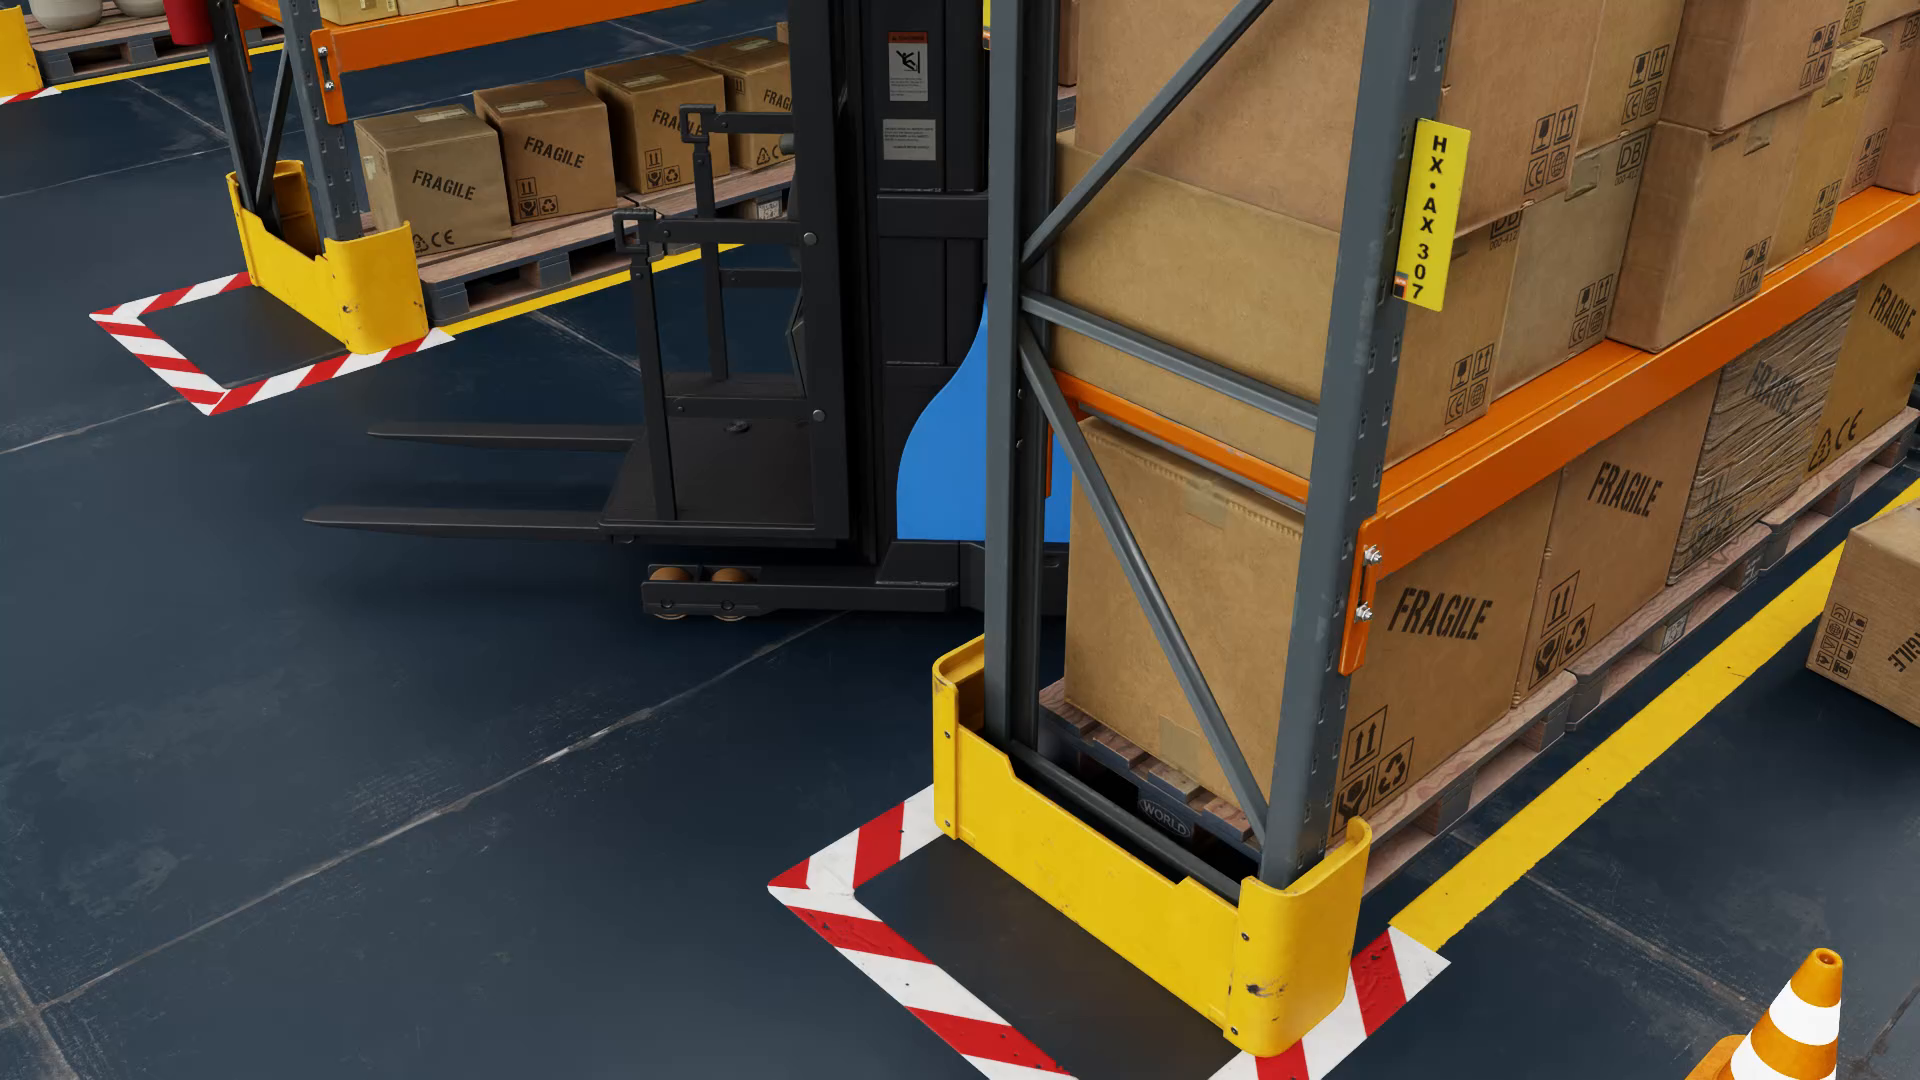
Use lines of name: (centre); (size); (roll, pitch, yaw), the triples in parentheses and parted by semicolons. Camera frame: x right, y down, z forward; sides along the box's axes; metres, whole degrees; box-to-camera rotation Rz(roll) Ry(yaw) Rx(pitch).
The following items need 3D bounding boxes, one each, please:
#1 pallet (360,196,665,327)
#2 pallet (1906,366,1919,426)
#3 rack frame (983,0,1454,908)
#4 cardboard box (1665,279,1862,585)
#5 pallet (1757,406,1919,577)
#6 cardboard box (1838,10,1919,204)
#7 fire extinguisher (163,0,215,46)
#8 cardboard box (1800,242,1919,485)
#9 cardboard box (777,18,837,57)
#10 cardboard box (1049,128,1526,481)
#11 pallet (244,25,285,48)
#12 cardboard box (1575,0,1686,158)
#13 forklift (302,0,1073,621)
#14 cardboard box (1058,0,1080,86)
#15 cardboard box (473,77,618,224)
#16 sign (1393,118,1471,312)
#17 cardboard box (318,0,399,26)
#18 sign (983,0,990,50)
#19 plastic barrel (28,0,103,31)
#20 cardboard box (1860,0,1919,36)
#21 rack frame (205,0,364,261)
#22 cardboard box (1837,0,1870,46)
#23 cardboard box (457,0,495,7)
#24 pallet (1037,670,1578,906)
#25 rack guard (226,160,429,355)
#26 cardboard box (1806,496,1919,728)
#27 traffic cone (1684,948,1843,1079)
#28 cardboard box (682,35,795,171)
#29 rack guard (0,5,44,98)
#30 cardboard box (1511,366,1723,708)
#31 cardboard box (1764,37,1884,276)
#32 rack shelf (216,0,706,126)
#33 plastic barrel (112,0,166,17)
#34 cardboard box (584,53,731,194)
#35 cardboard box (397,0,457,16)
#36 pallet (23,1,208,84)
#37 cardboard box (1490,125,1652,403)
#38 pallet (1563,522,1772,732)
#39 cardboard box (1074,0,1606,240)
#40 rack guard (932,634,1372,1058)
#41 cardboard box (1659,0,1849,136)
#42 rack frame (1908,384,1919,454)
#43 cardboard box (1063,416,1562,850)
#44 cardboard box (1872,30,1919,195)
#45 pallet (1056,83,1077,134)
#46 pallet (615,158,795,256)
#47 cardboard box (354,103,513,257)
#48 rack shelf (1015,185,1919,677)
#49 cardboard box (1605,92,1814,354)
pallet: (-2.179, -1.418, 7.866); (1.213, 0.211, 1.003); (-26, 40, -35)
pallet: (3.891, -0.904, 7.026); (1.213, 0.211, 1.003); (-26, 40, -35)
rack frame: (0.444, -0.373, 3.484); (0.127, 3.000, 1.000); (-26, 40, -35)
cardboard box: (2.210, -0.547, 5.403); (0.875, 0.875, 0.875); (-25, 40, -35)
pallet: (2.766, -0.362, 6.140); (1.213, 0.211, 1.003); (-26, 40, -35)
cardboard box: (2.250, -1.370, 4.971); (0.550, 0.550, 0.875); (-26, 40, -35)
fire extinguisher: (-3.252, -2.408, 6.888); (0.183, 0.674, 0.296); (-26, 40, -35)
cardboard box: (2.868, -0.868, 5.928); (0.875, 0.875, 0.875); (-25, 39, -35)
cardboard box: (-0.657, -2.505, 8.964); (0.500, 0.500, 0.500); (-13, 34, -21)
cardboard box: (0.685, -0.585, 3.688); (0.550, 0.550, 0.875); (-26, 40, -35)
pallet: (-4.705, -3.772, 11.717); (1.213, 0.211, 1.003); (-26, 40, -35)
cardboard box: (1.083, -1.244, 3.731); (0.550, 0.550, 0.875); (-26, 40, -35)
forklift: (-0.624, -1.265, 5.009); (3.031, 2.935, 1.130); (1, 31, 2)
cardboard box: (0.543, -3.055, 9.846); (0.700, 0.500, 0.500); (26, 40, 35)
cardboard box: (-1.970, -1.859, 7.908); (0.500, 0.500, 0.500); (-15, 35, -23)
sign: (0.817, -0.561, 2.887); (0.005, 0.325, 0.100); (-26, 40, -35)
cardboard box: (-2.484, -2.208, 6.727); (0.250, 0.149, 0.380); (-26, 40, -35)
sign: (0.085, -1.180, 3.468); (0.005, 0.325, 0.100); (-26, 40, -35)
plastic barrel: (-5.792, -3.581, 10.713); (0.421, 0.512, 0.421); (0, 31, 0)
cardboard box: (2.269, -1.820, 4.672); (0.550, 0.550, 0.875); (-26, 40, -35)
rack frame: (-2.855, -2.306, 6.645); (0.127, 3.000, 1.000); (-26, 40, -35)
cardboard box: (1.886, -1.629, 4.360); (0.500, 0.550, 0.875); (-26, 40, -35)
cardboard box: (-2.094, -2.373, 6.996); (0.250, 0.149, 0.380); (-26, 40, -35)
pallet: (0.977, 0.504, 4.724); (1.213, 0.211, 1.003); (-26, 40, -35)
rack guard: (-2.799, -1.266, 7.342); (0.348, 0.500, 1.175); (-26, 40, -35)
cardboard box: (2.936, 0.217, 4.913); (0.500, 0.500, 0.500); (-19, 36, -28)
traffic cone: (1.799, 1.065, 3.565); (0.334, 0.463, 0.336); (-26, 40, -35)
cardboard box: (-1.059, -2.254, 8.555); (0.500, 0.500, 0.500); (25, 39, 35)
rack guard: (-6.199, -3.179, 10.470); (0.348, 0.500, 1.175); (-26, 40, -35)
cardboard box: (1.540, -0.224, 4.875); (0.875, 0.875, 0.875); (-27, 40, -36)
cardboard box: (1.930, -1.143, 4.601); (0.500, 0.550, 0.875); (-26, 40, -35)
rack shelf: (-1.388, -2.708, 7.993); (4.000, 0.370, 1.077); (-26, 40, -35)
plastic barrel: (-5.424, -3.759, 11.004); (0.421, 0.512, 0.421); (0, 31, 0)
cardboard box: (-1.498, -2.074, 8.259); (0.500, 0.500, 0.500); (-22, 38, -31)
cardboard box: (-2.287, -2.290, 6.860); (0.250, 0.149, 0.380); (-26, 40, -35)
pallet: (-5.599, -3.342, 11.013); (1.213, 0.211, 1.003); (-26, 40, -35)
cardboard box: (1.073, -0.789, 4.021); (0.550, 0.550, 0.875); (-26, 40, -35)
pallet: (1.871, 0.073, 5.428); (1.213, 0.211, 1.003); (-26, 40, -35)
cardboard box: (0.742, -1.014, 3.354); (0.550, 0.550, 0.875); (-26, 40, -35)
rack guard: (0.426, 0.702, 4.122); (0.348, 0.500, 1.175); (-26, 40, -35)
cardboard box: (1.586, -1.391, 3.971); (0.550, 0.550, 0.875); (-26, 40, -35)
rack frame: (3.377, -1.791, 5.804); (0.127, 3.000, 1.000); (-26, 40, -35)
cardboard box: (0.896, 0.089, 4.363); (0.875, 0.875, 0.875); (-26, 40, -35)
cardboard box: (2.726, -1.516, 5.210); (0.550, 0.550, 0.875); (-26, 40, -35)
pallet: (0.648, -2.812, 10.146); (1.213, 0.211, 1.003); (-26, 40, -35)
pallet: (-1.285, -1.848, 8.570); (1.213, 0.211, 1.003); (-26, 40, -35)
cardboard box: (-2.385, -1.634, 7.540); (0.500, 0.500, 0.500); (-18, 36, -27)
rack shelf: (1.910, -0.775, 4.832); (4.000, 0.370, 1.077); (-26, 40, -35)
cardboard box: (1.569, -0.940, 4.267); (0.550, 0.550, 0.875); (-26, 40, -35)
